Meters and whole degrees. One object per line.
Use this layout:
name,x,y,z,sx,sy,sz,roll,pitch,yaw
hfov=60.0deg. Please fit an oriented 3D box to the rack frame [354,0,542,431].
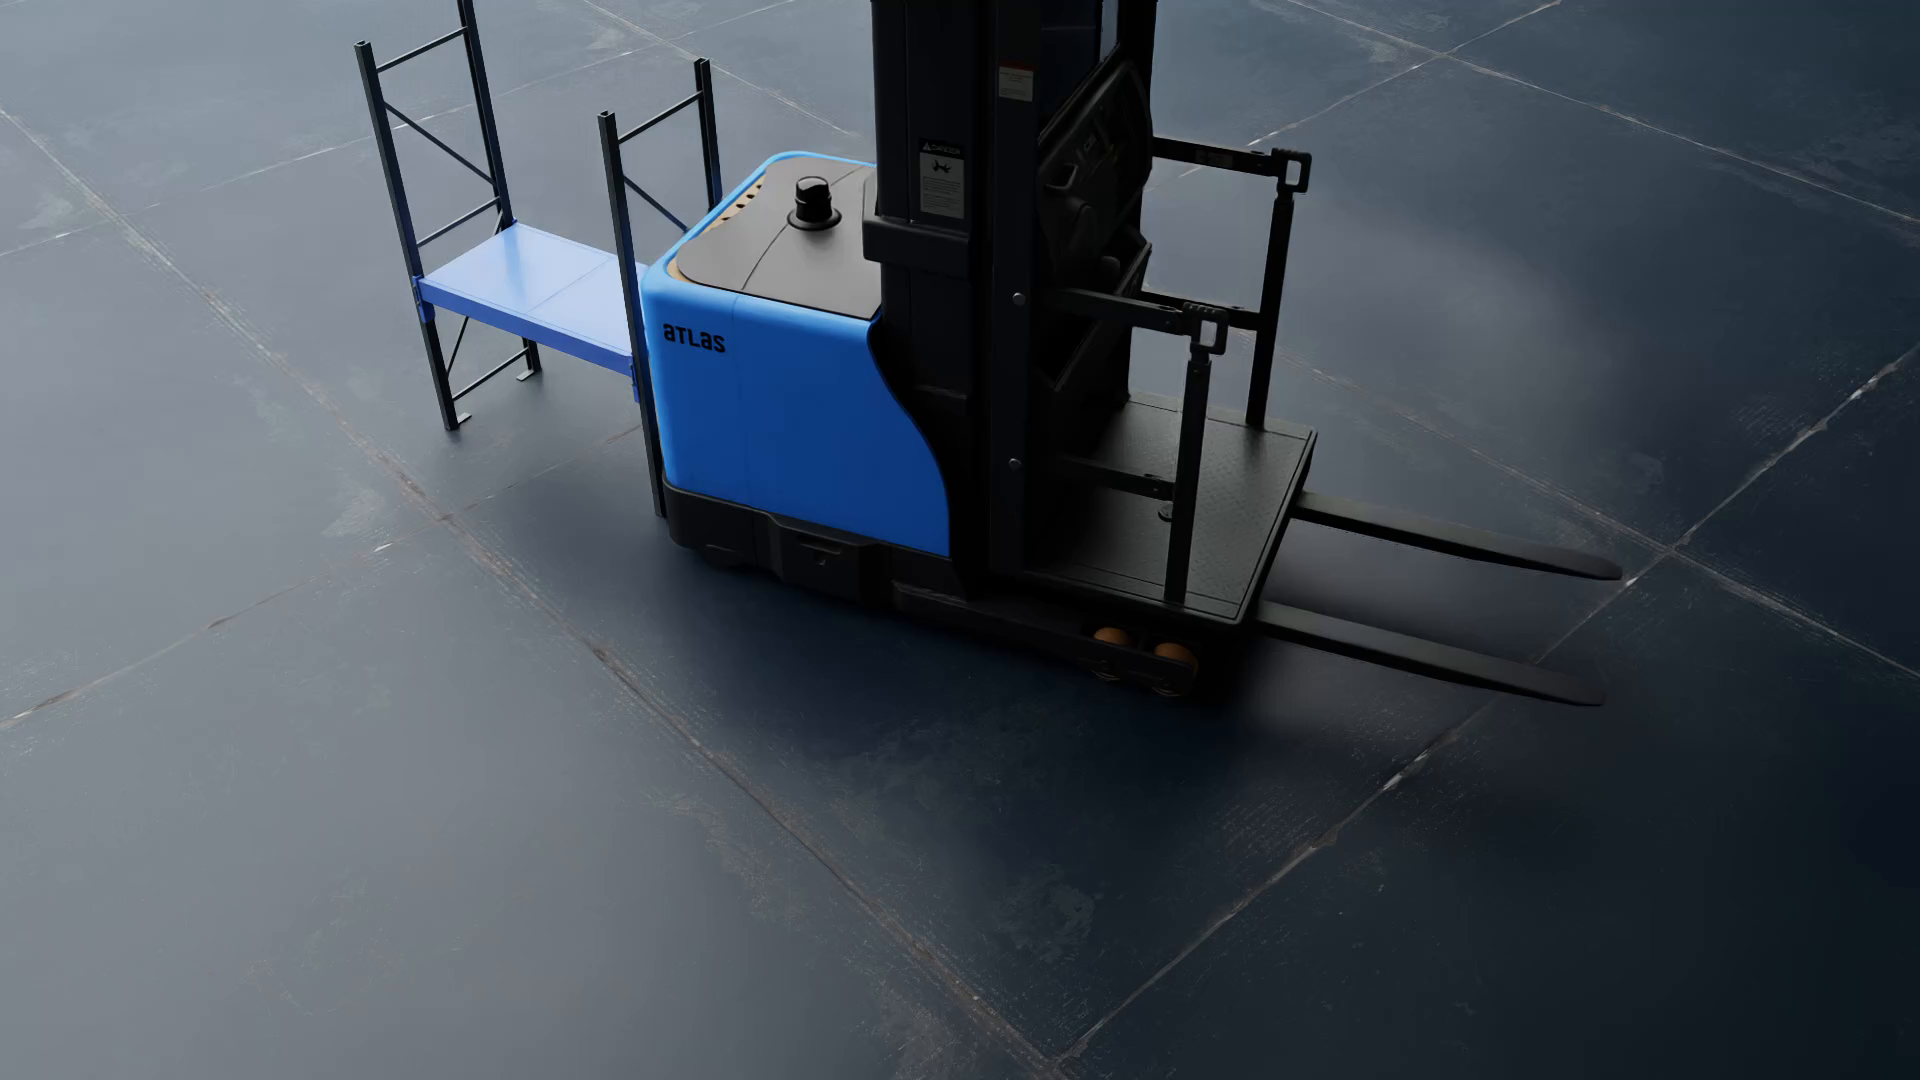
rack frame,-1.802,-1.134,5.961,0.032,1.500,0.500,21,43,24

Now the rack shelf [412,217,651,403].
rack shelf,-1.367,-0.829,5.869,1.000,0.185,0.538,21,43,24

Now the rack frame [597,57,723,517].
rack frame,-0.932,-0.803,5.551,0.032,1.500,0.500,21,43,24

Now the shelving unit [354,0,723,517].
shelving unit,-1.367,-0.969,5.756,1.048,1.500,0.538,21,43,24

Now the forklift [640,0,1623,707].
forklift,0.577,-1.036,4.700,3.031,2.935,1.130,14,41,17
